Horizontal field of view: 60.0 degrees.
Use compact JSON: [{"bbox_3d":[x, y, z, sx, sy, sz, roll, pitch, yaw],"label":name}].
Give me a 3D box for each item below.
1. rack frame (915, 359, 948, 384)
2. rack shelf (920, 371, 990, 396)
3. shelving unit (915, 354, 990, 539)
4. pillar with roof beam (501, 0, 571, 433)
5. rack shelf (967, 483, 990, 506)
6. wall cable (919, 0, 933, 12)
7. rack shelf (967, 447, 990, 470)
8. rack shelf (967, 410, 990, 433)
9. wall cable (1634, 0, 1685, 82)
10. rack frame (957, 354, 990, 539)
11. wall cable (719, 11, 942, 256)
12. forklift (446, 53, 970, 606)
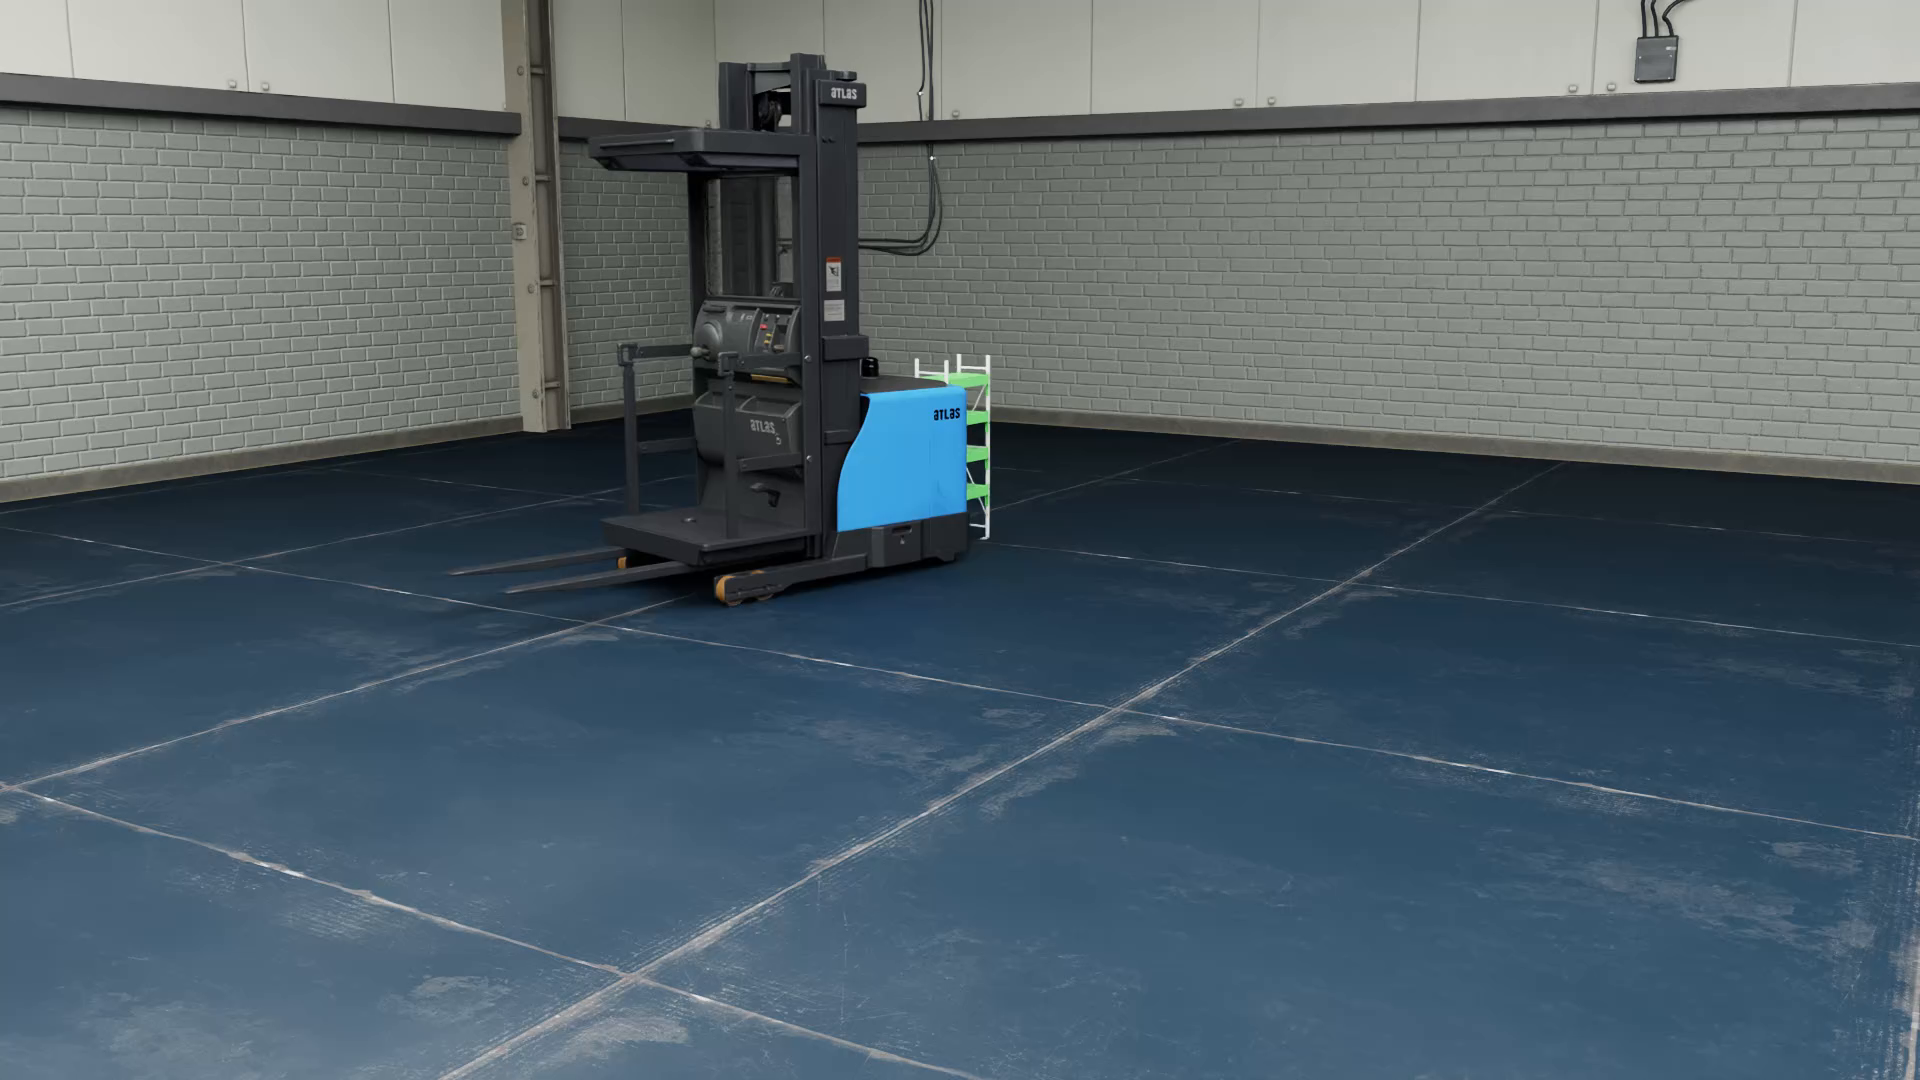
[{"bbox_3d":[-0.176,-0.532,10.448,0.240,1.200,0.015,7,13,32],"label":"rack frame"},{"bbox_3d":[-0.044,-0.978,10.573,0.258,0.148,0.480,7,13,32],"label":"rack shelf"},{"bbox_3d":[-0.044,-0.569,10.649,0.258,1.200,0.503,7,13,32],"label":"shelving unit"},{"bbox_3d":[-0.508,-5.130,13.815,9.100,9.000,0.400,6,12,31],"label":"pillar with roof beam"},{"bbox_3d":[-0.044,-0.271,10.705,0.258,0.148,0.480,7,13,32],"label":"rack shelf"},{"bbox_3d":[0.784,-6.576,16.252,3.097,2.526,0.112,6,12,31],"label":"wall cable"},{"bbox_3d":[-0.044,-0.507,10.661,0.258,0.148,0.480,7,13,32],"label":"rack shelf"},{"bbox_3d":[-0.044,-0.742,10.617,0.258,0.148,0.480,7,13,32],"label":"rack shelf"},{"bbox_3d":[6.578,-6.640,12.641,2.305,6.003,0.169,6,12,31],"label":"wall cable"},{"bbox_3d":[0.088,-0.607,10.851,0.240,1.200,0.015,7,13,32],"label":"rack frame"},{"bbox_3d":[-1.528,-4.352,18.097,3.097,2.526,0.112,6,12,31],"label":"wall cable"},{"bbox_3d":[-1.366,-1.194,9.281,3.031,2.935,1.130,-10,14,-42],"label":"forklift"}]
